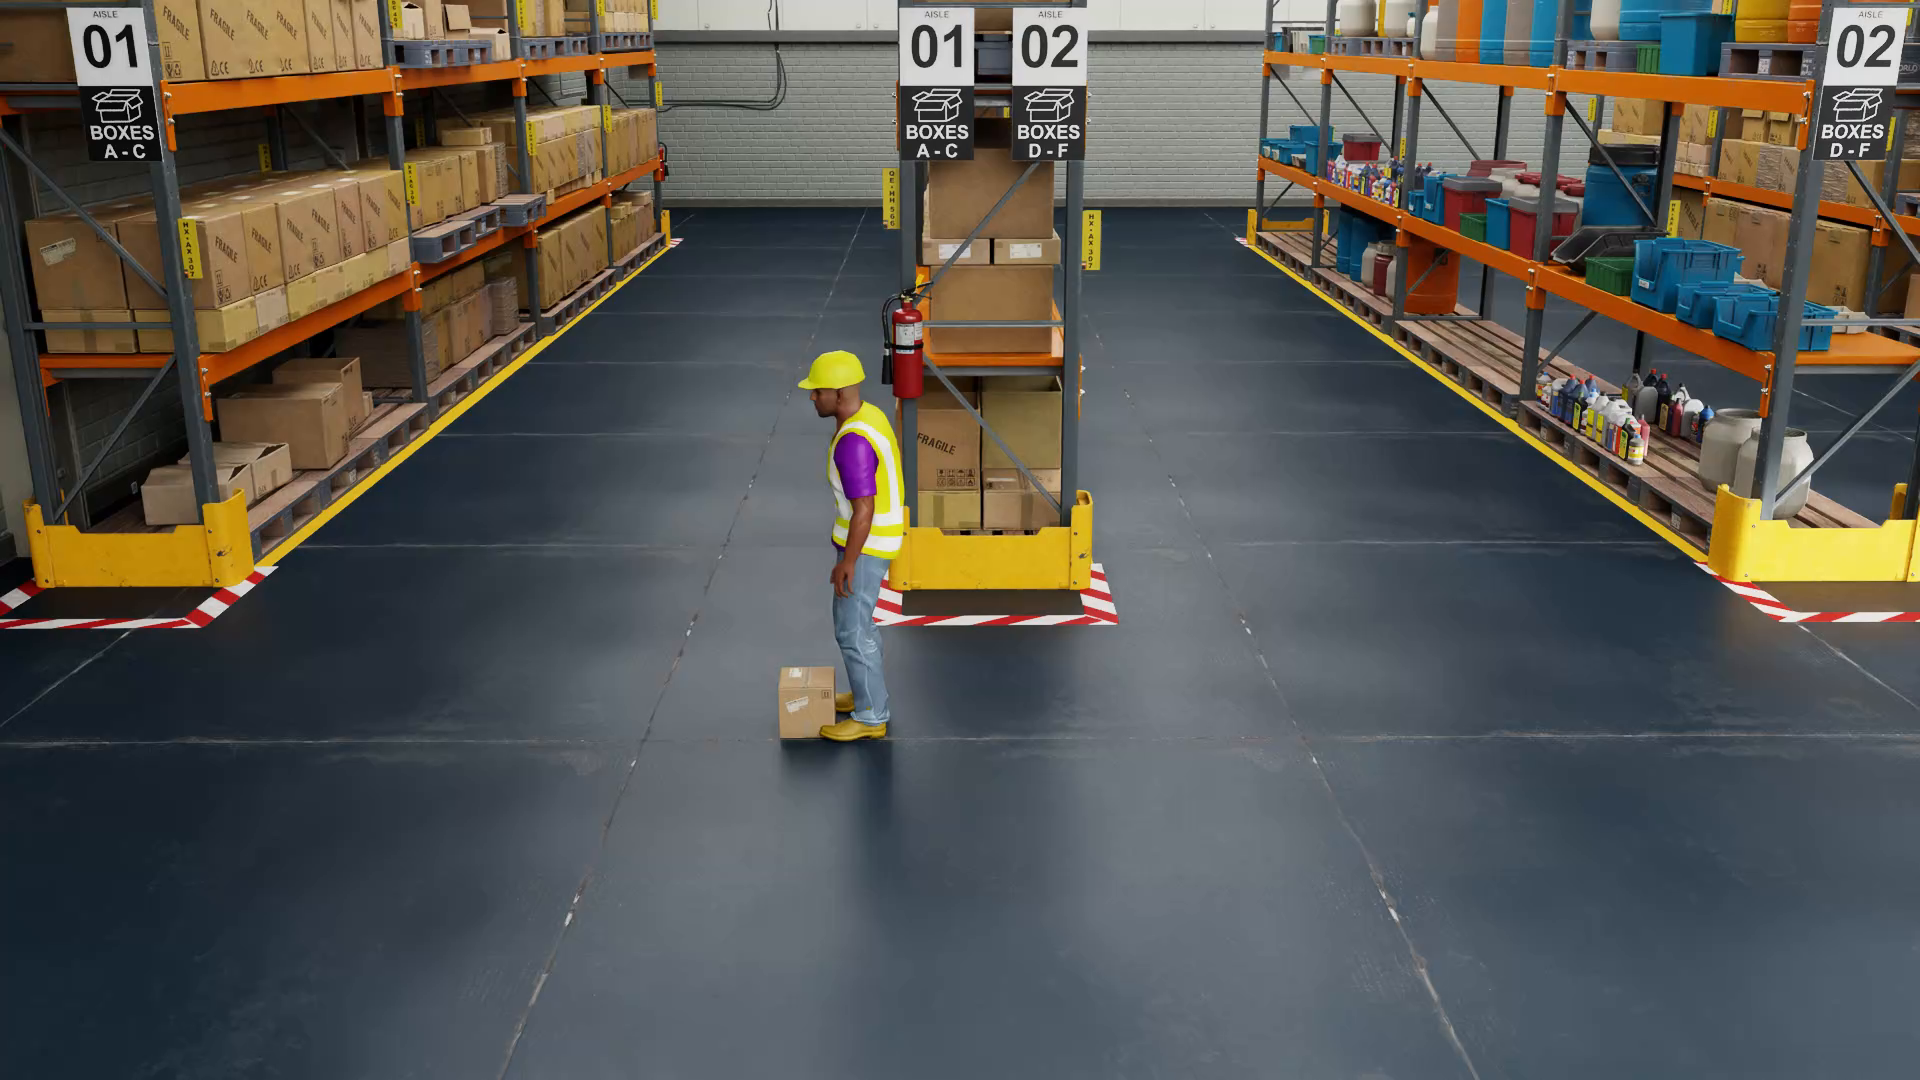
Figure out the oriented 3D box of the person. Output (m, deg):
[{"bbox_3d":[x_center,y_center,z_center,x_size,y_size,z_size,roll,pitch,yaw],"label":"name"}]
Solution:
[{"bbox_3d":[-0.473,0.019,7.450,0.457,1.761,0.628,0,17,0],"label":"person"}]
